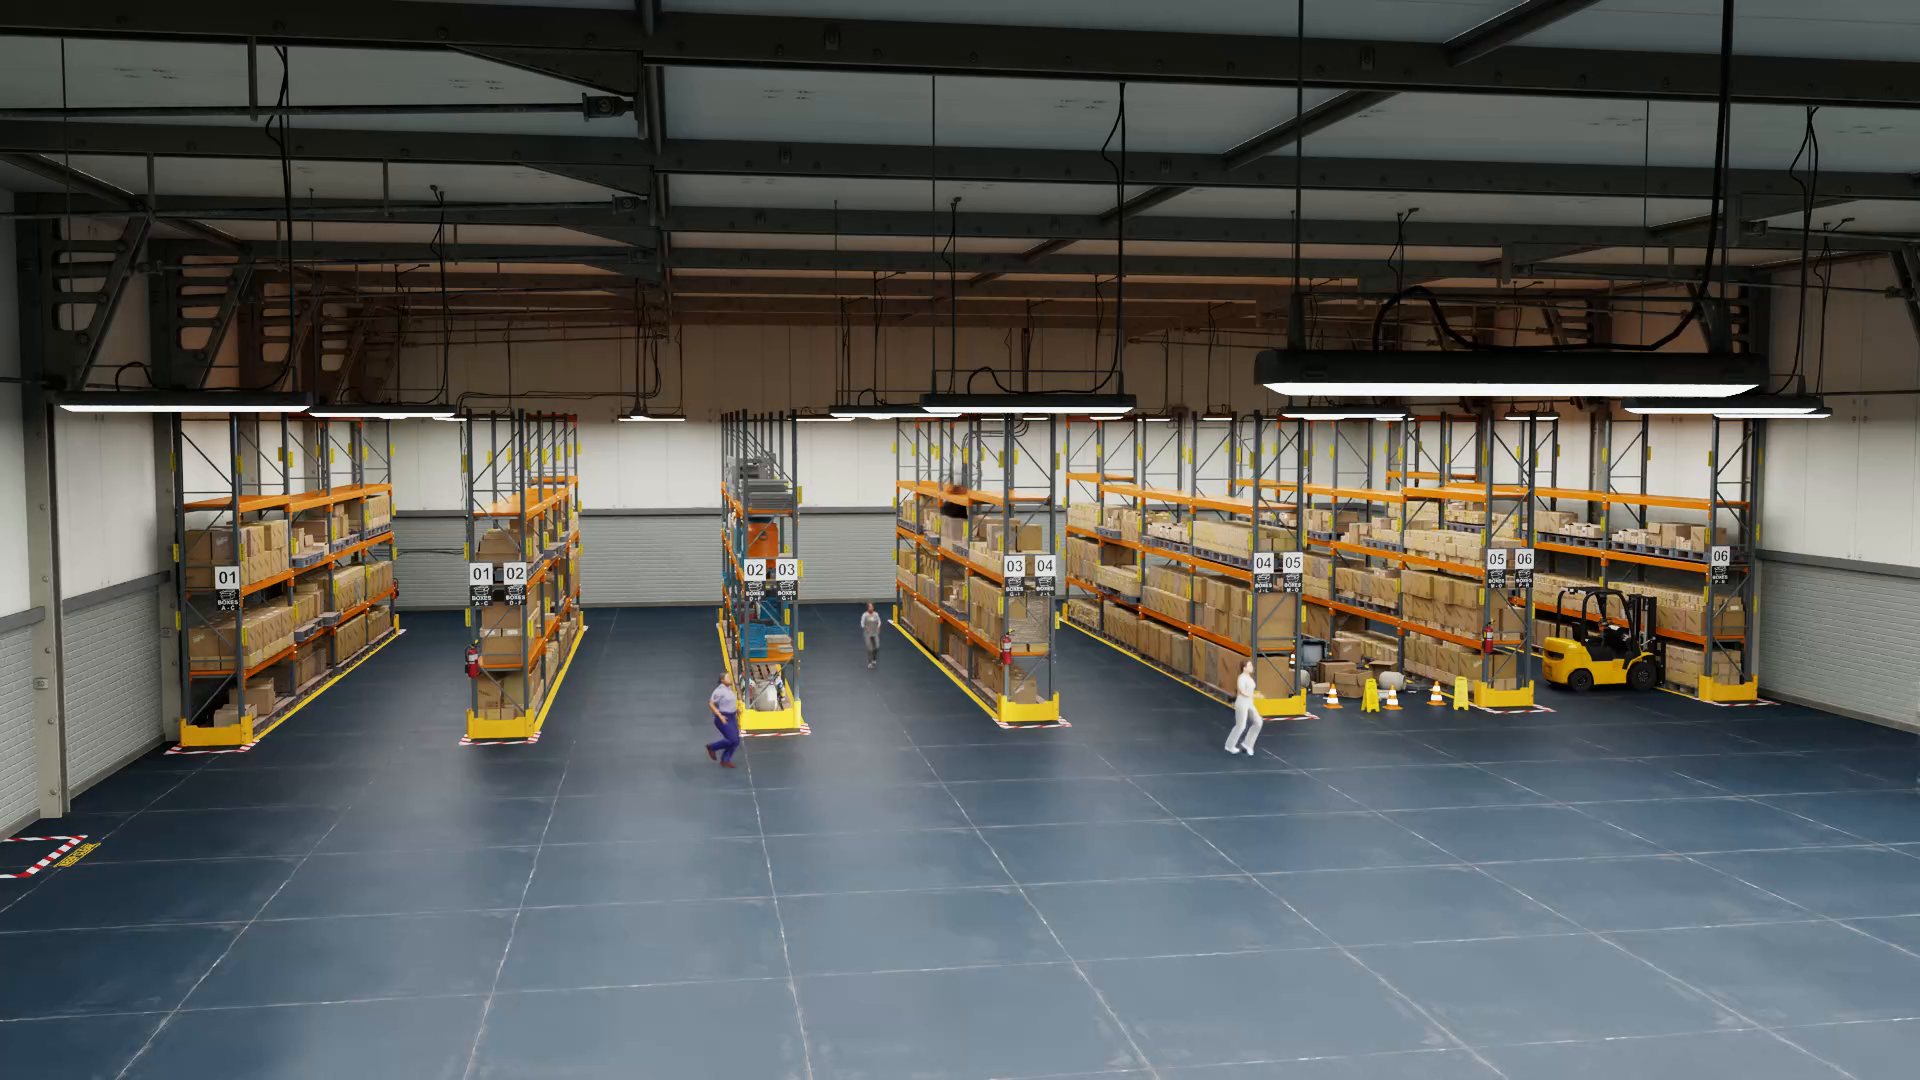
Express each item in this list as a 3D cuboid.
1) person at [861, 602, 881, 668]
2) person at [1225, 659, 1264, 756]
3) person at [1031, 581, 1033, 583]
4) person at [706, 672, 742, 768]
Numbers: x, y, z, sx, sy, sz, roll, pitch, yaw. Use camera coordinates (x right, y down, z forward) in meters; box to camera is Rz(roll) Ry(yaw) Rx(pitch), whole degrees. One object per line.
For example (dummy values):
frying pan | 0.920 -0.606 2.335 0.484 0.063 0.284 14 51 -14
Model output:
person | -2.057 2.228 38.740 0.508 1.558 0.586 -1 4 -16
person | 4.931 2.903 28.714 0.712 1.716 0.580 2 5 31
person | 1.788 1.551 48.186 0.649 1.612 0.579 2 5 30
person | -3.930 2.999 27.767 0.550 1.607 0.615 1 4 16
